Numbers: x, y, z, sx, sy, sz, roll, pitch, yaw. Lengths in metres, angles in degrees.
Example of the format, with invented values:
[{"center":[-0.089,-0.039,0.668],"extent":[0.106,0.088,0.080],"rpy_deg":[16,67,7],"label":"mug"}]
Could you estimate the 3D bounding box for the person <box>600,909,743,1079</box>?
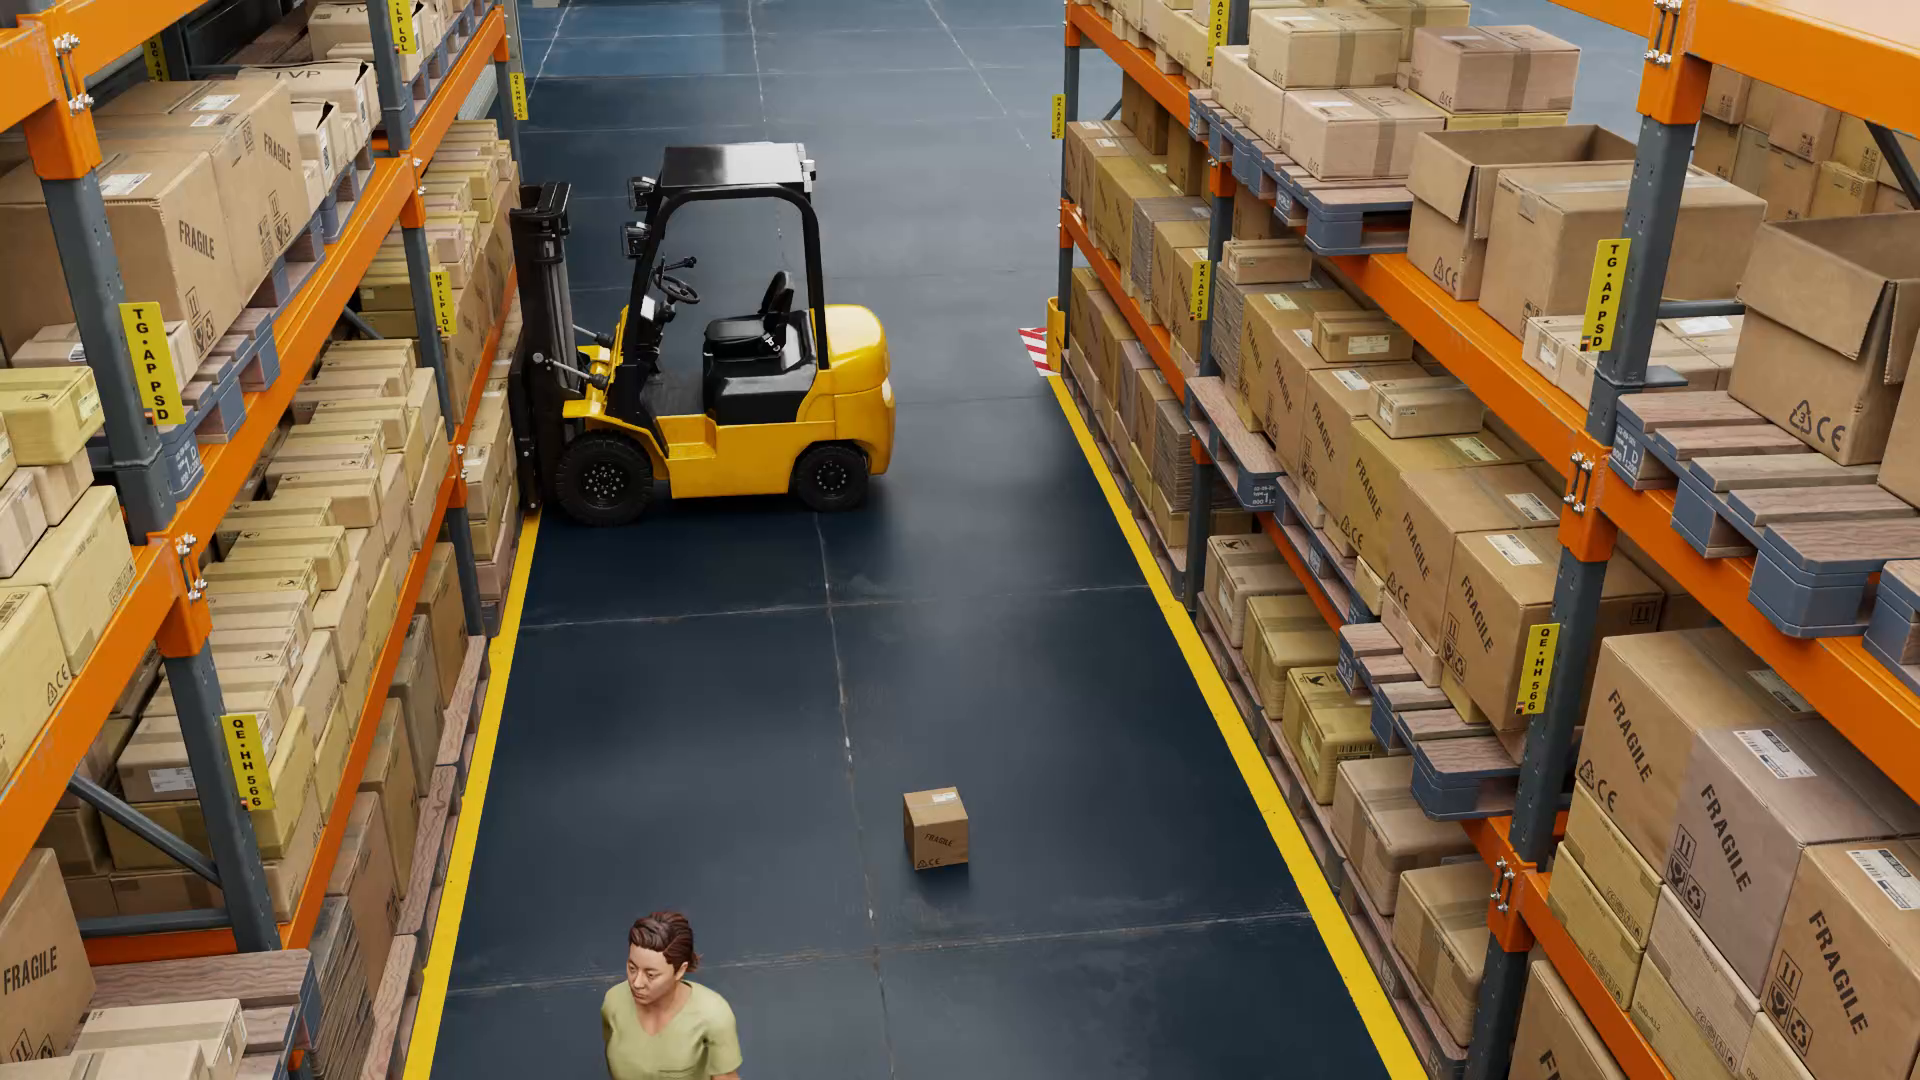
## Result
[{"center":[-0.873,1.872,4.969],"extent":[0.453,1.626,0.893],"rpy_deg":[3,27,5],"label":"person"}]
